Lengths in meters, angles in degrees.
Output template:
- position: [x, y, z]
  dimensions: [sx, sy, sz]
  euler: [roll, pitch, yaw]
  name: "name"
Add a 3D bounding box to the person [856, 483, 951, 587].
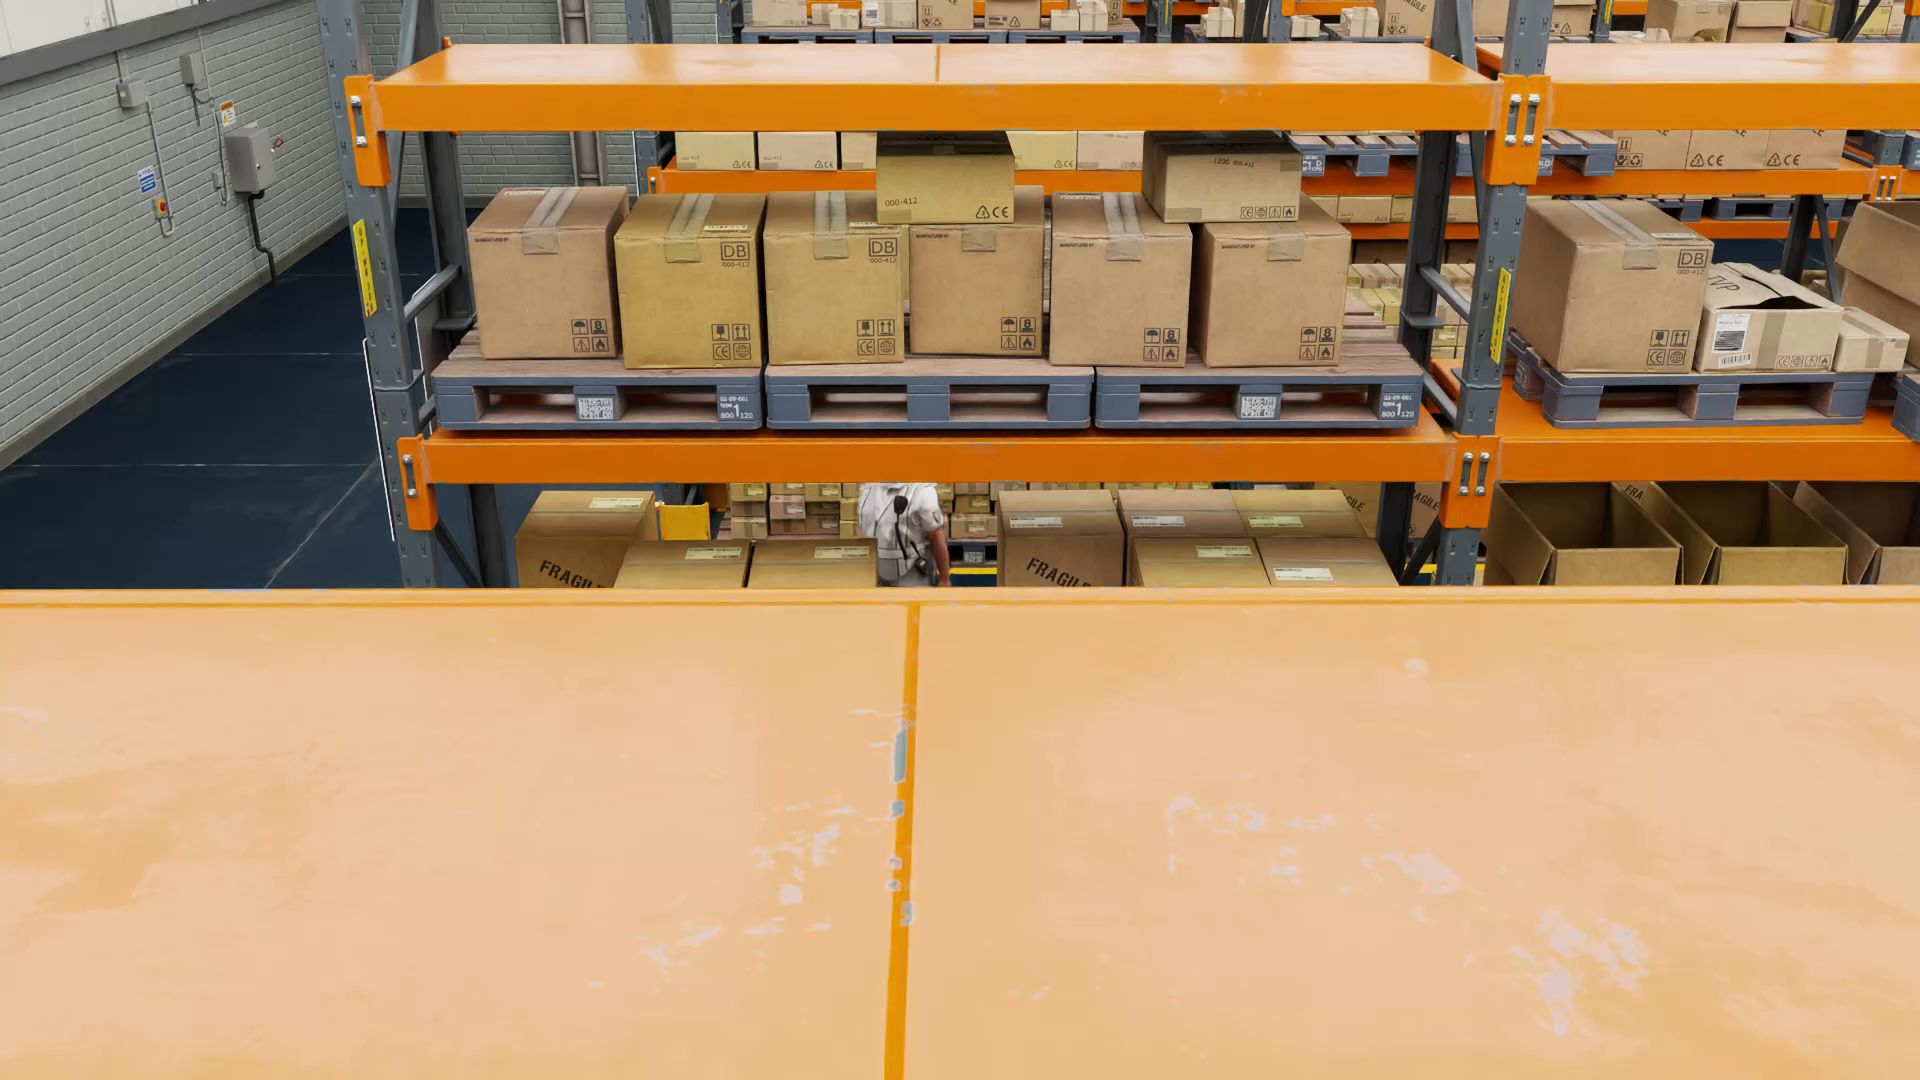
- position: [-0.320, 0.160, 9.758]
  dimensions: [0.605, 1.704, 0.799]
  euler: [21, 31, 39]
  name: "person"
